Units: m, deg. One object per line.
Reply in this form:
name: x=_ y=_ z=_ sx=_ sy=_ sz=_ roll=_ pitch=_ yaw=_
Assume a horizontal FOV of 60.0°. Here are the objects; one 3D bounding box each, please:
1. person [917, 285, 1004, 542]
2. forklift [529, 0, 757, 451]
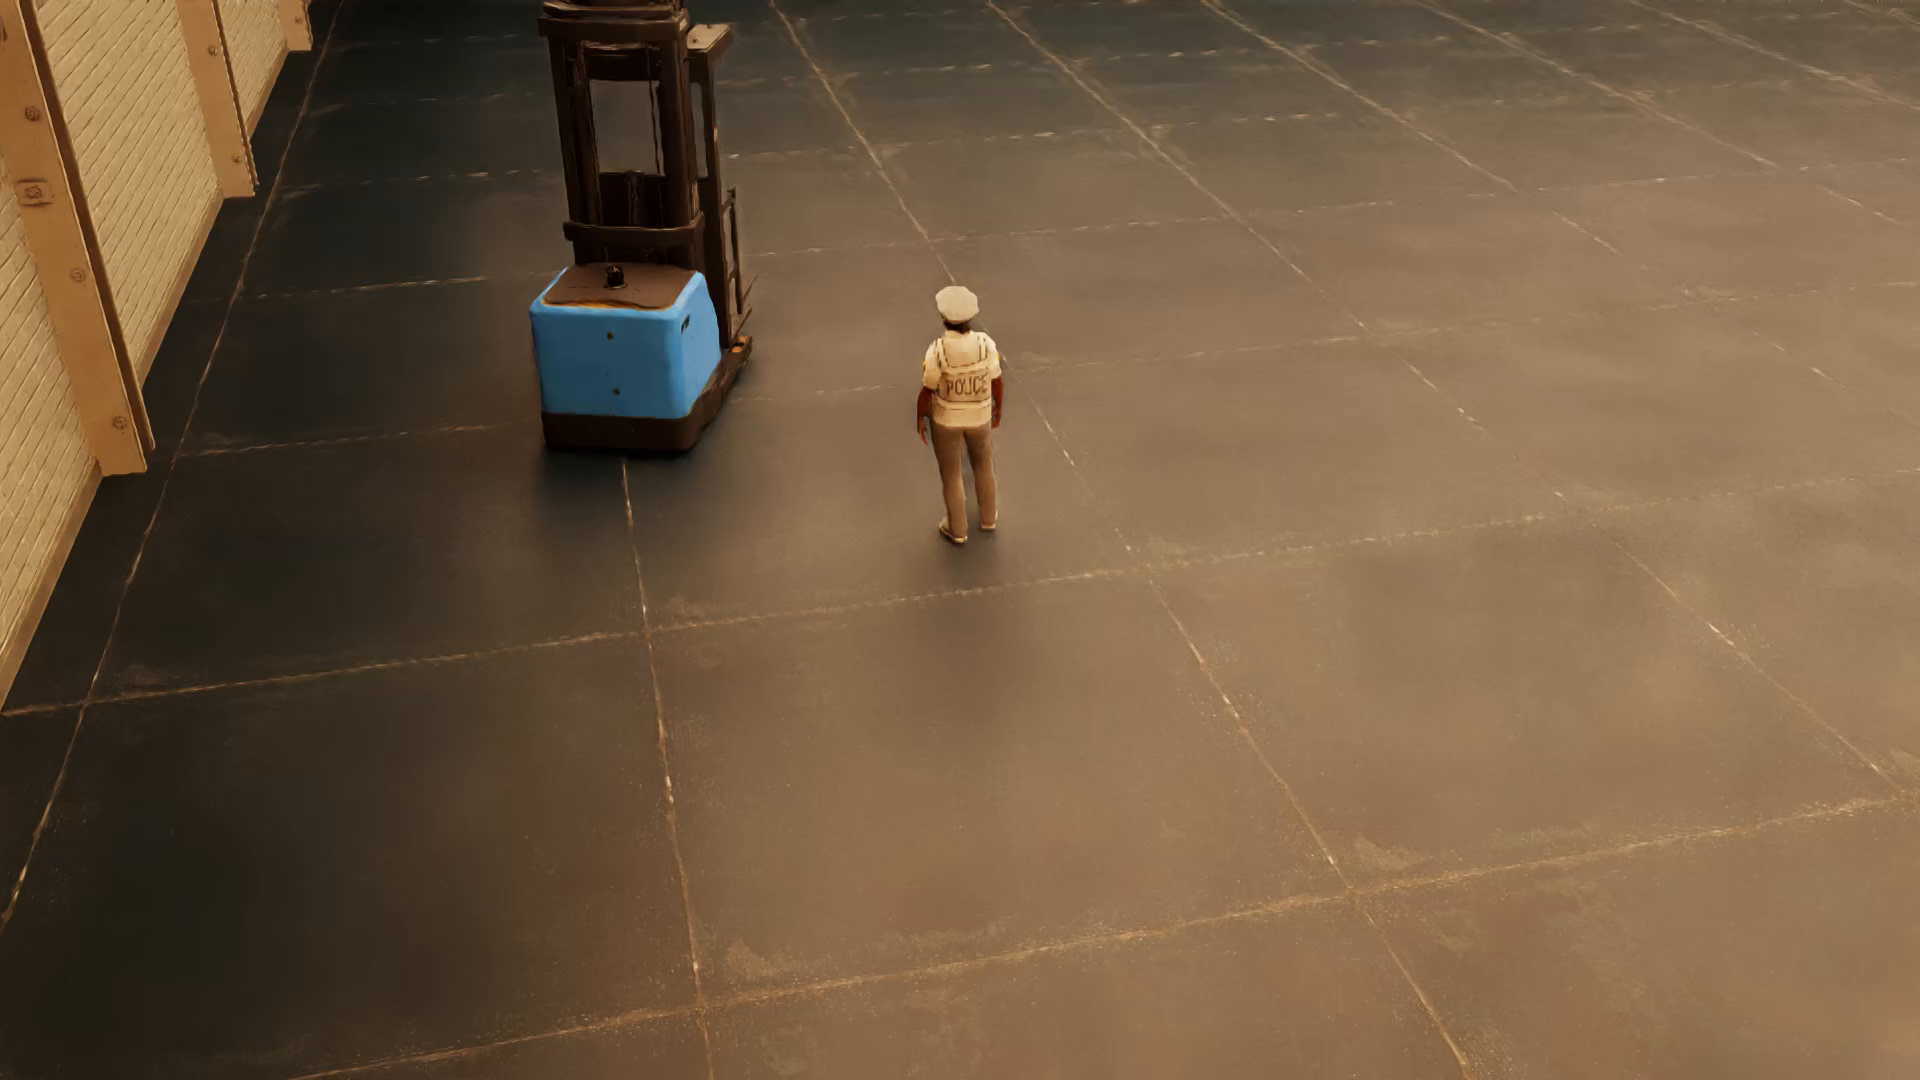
person: x=0.002 y=-0.779 z=10.139 sx=0.570 sy=1.695 sz=0.529 roll=-7 pitch=31 yaw=-12
forklift: x=-2.211 y=-2.597 z=12.061 sx=1.130 sy=2.935 sz=3.031 roll=3 pitch=30 yaw=6
